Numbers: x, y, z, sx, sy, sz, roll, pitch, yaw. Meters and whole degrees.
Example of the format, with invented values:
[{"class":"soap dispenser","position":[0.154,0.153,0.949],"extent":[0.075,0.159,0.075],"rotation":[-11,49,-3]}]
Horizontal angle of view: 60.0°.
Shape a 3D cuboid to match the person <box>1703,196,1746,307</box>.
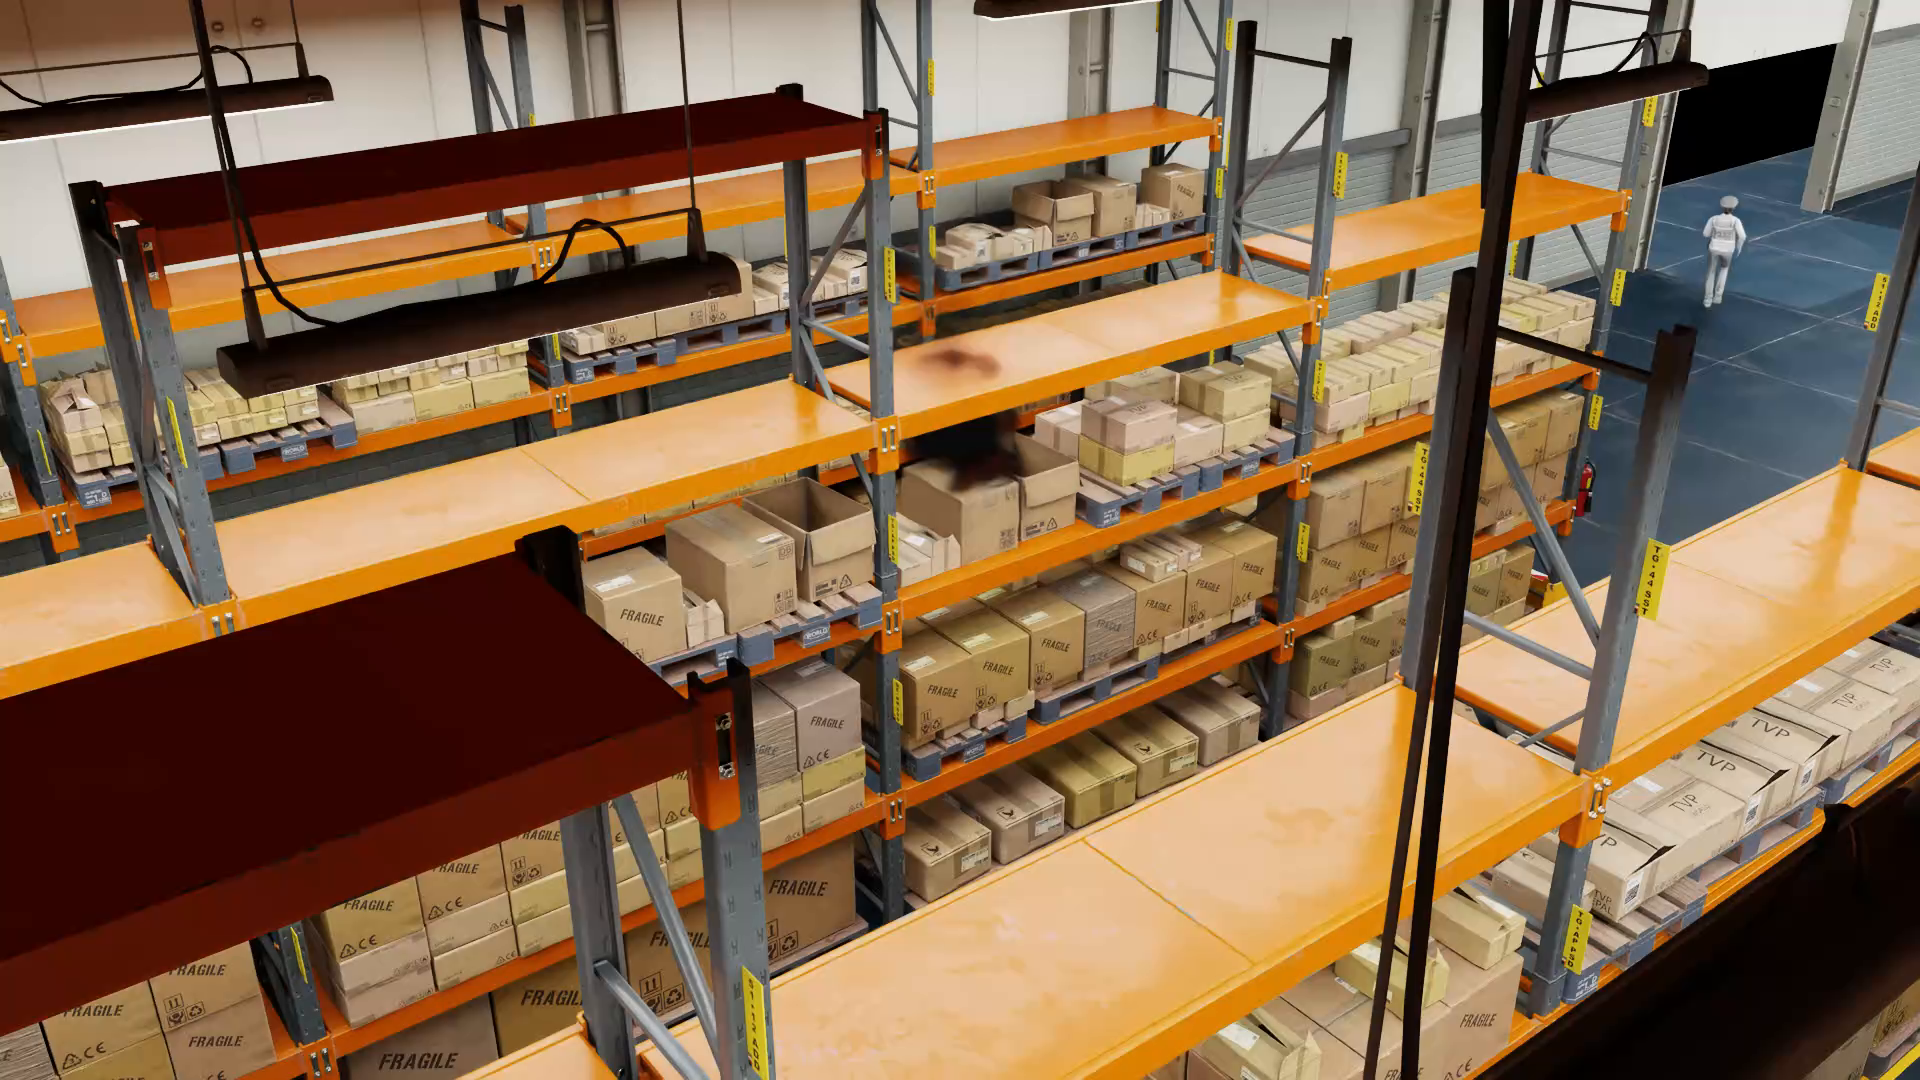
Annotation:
[{"class":"person","position":[11.492,-4.370,25.110],"extent":[0.593,1.670,0.644],"rotation":[11,28,22]}]
